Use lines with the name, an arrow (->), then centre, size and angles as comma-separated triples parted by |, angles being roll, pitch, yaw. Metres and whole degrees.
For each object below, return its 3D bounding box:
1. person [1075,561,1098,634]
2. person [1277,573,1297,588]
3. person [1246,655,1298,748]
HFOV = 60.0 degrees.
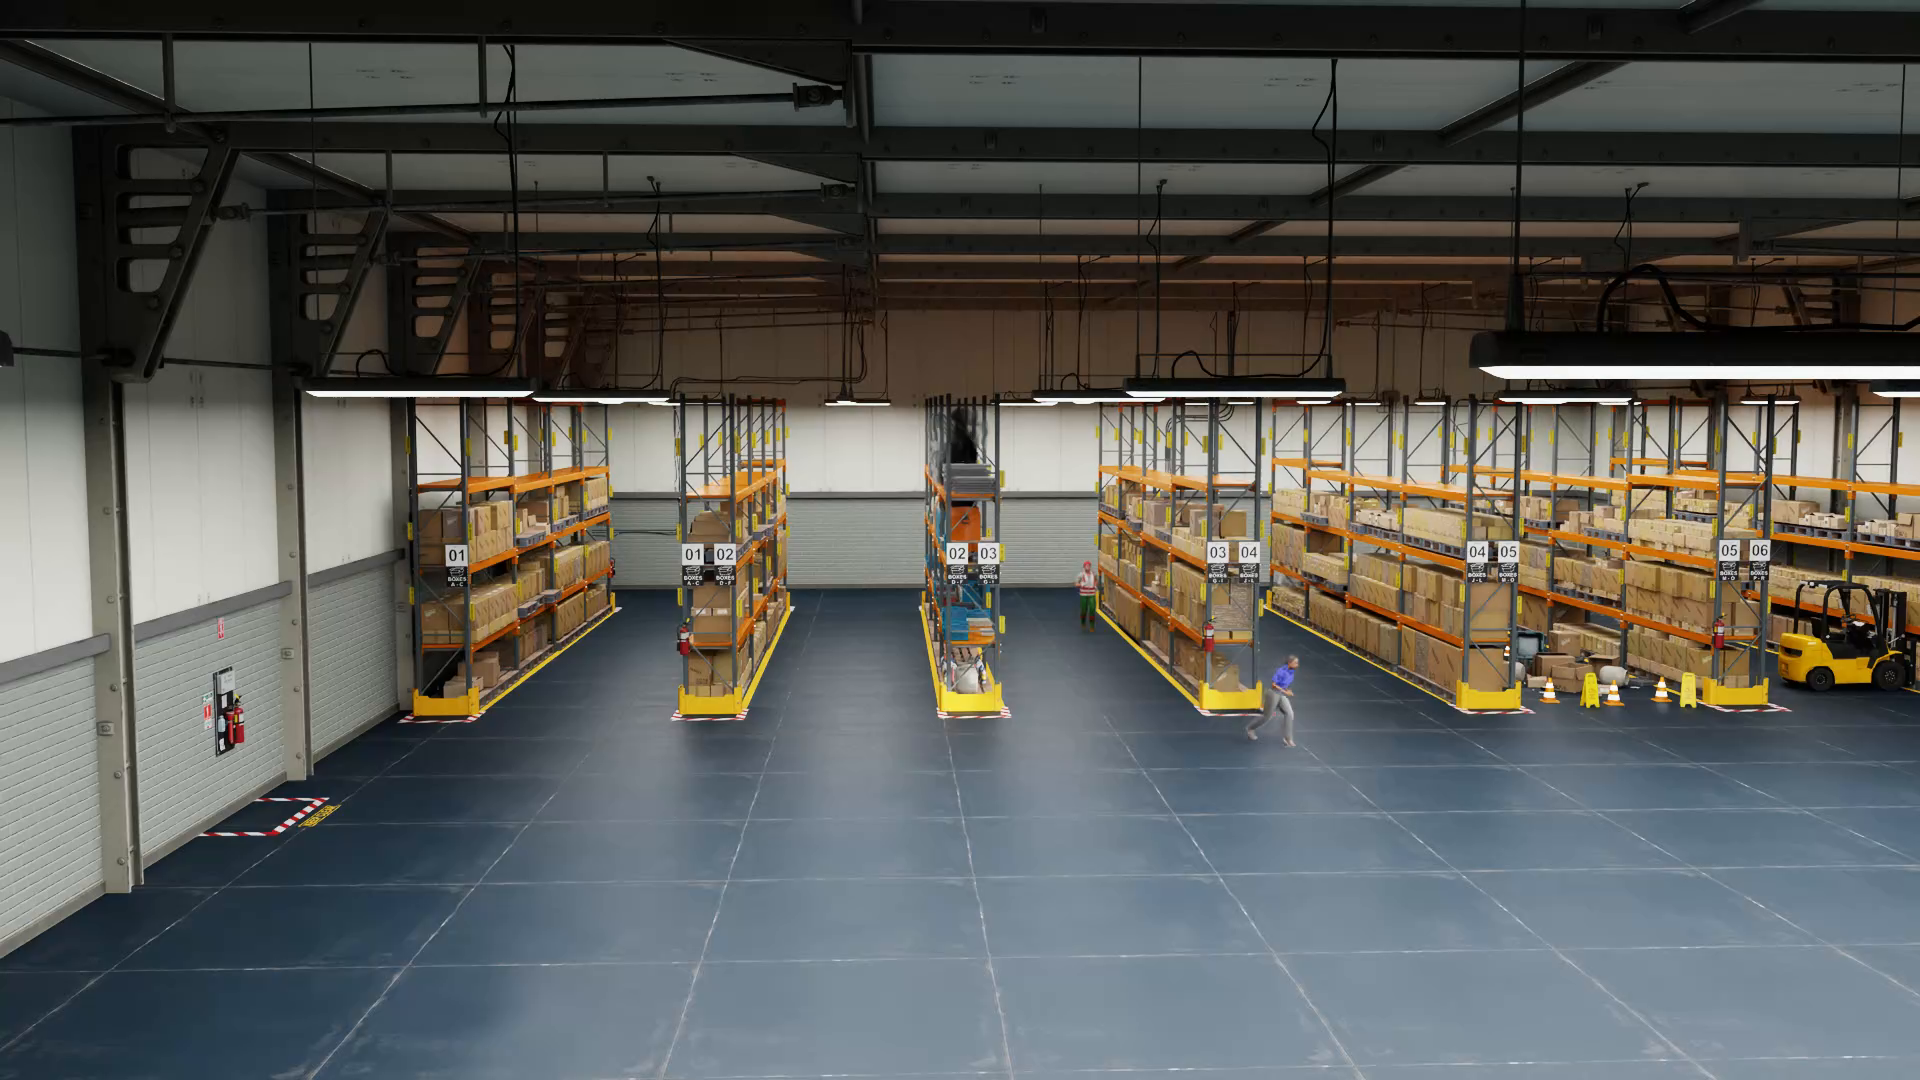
person -> 3.258, 1.447, 42.593 | 0.643, 1.829, 0.850 | -1, 5, -8
person -> 9.712, 0.997, 49.249 | 0.836, 1.711, 0.587 | -2, 5, -23
person -> 5.327, 2.721, 28.357 | 0.972, 1.616, 0.615 | 3, 6, 37
